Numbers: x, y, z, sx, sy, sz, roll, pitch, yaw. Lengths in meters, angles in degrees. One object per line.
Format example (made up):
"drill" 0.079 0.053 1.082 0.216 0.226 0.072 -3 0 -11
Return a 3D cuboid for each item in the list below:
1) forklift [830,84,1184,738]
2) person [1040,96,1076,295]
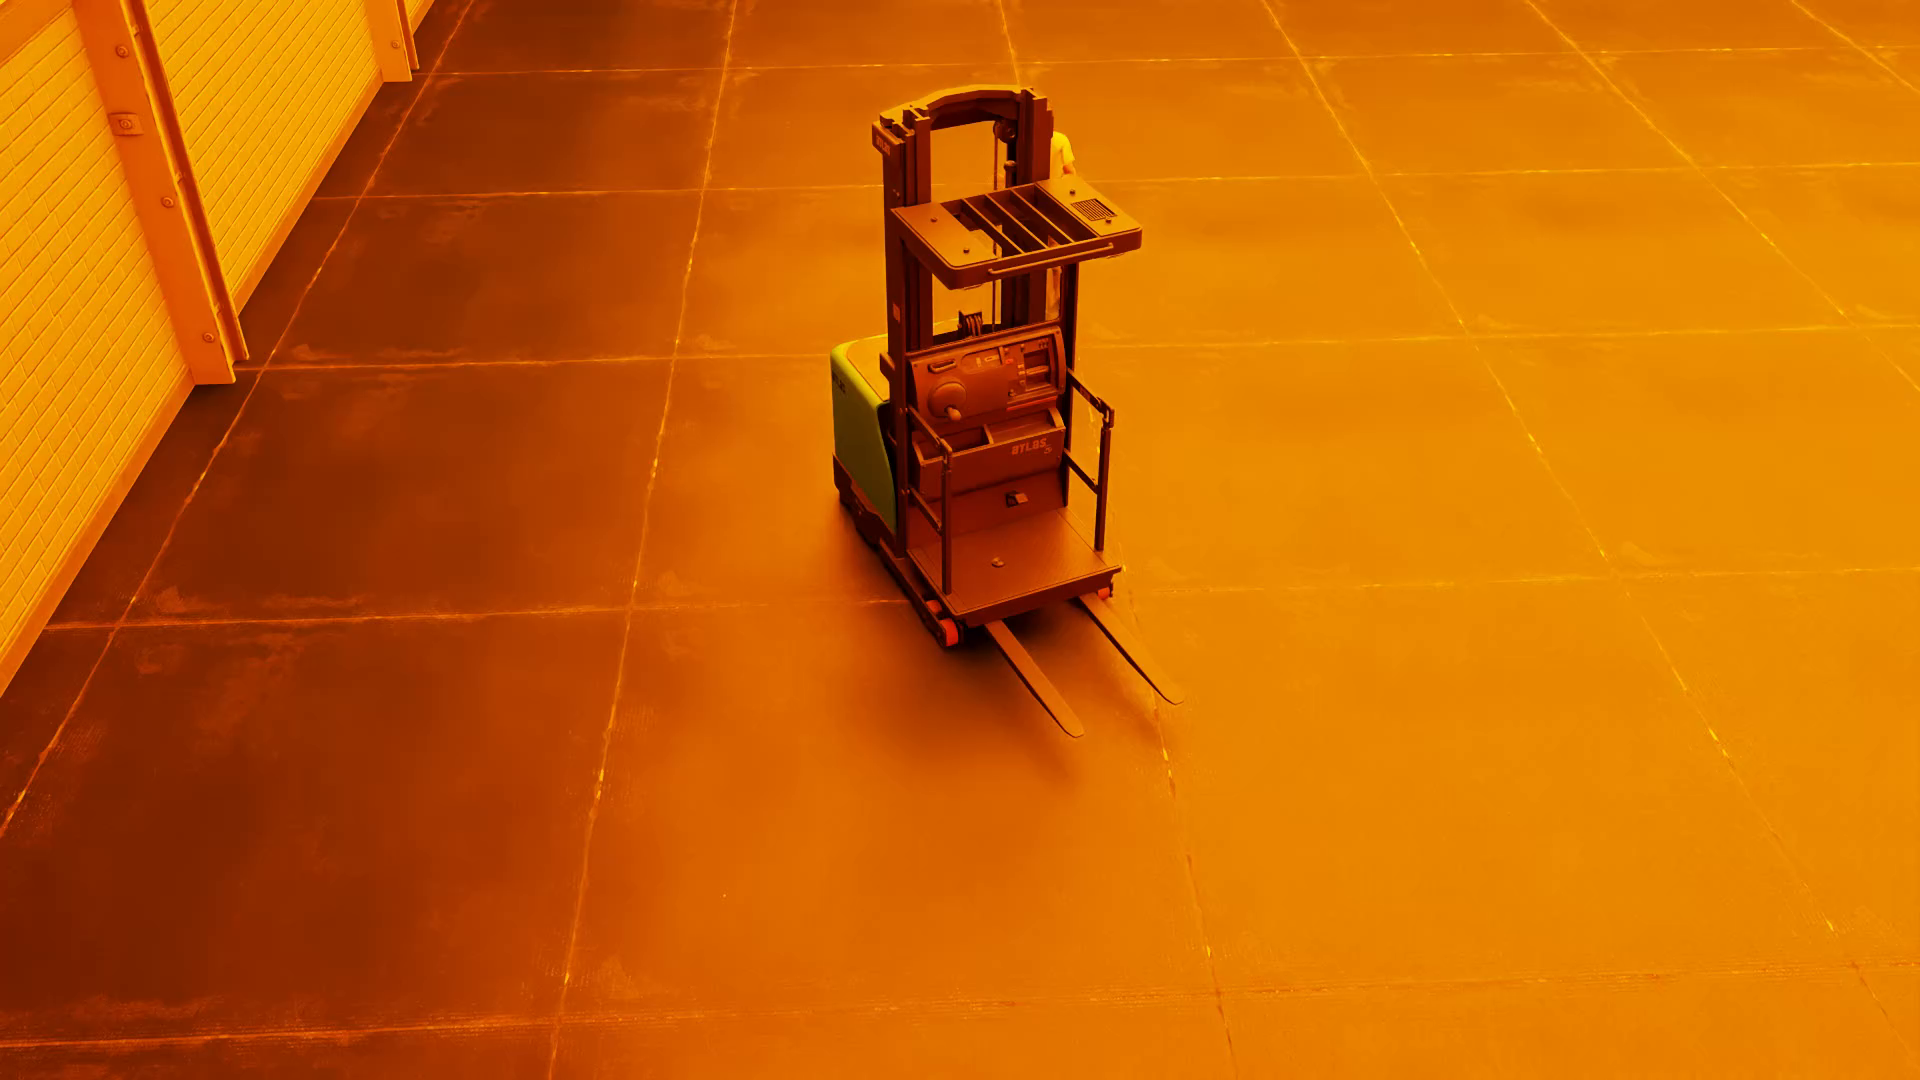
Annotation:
"forklift" 0.258 -0.860 9.192 1.130 2.935 3.031 -15 39 -20
"person" 0.616 -2.605 12.644 0.543 1.676 0.545 -2 36 -2
